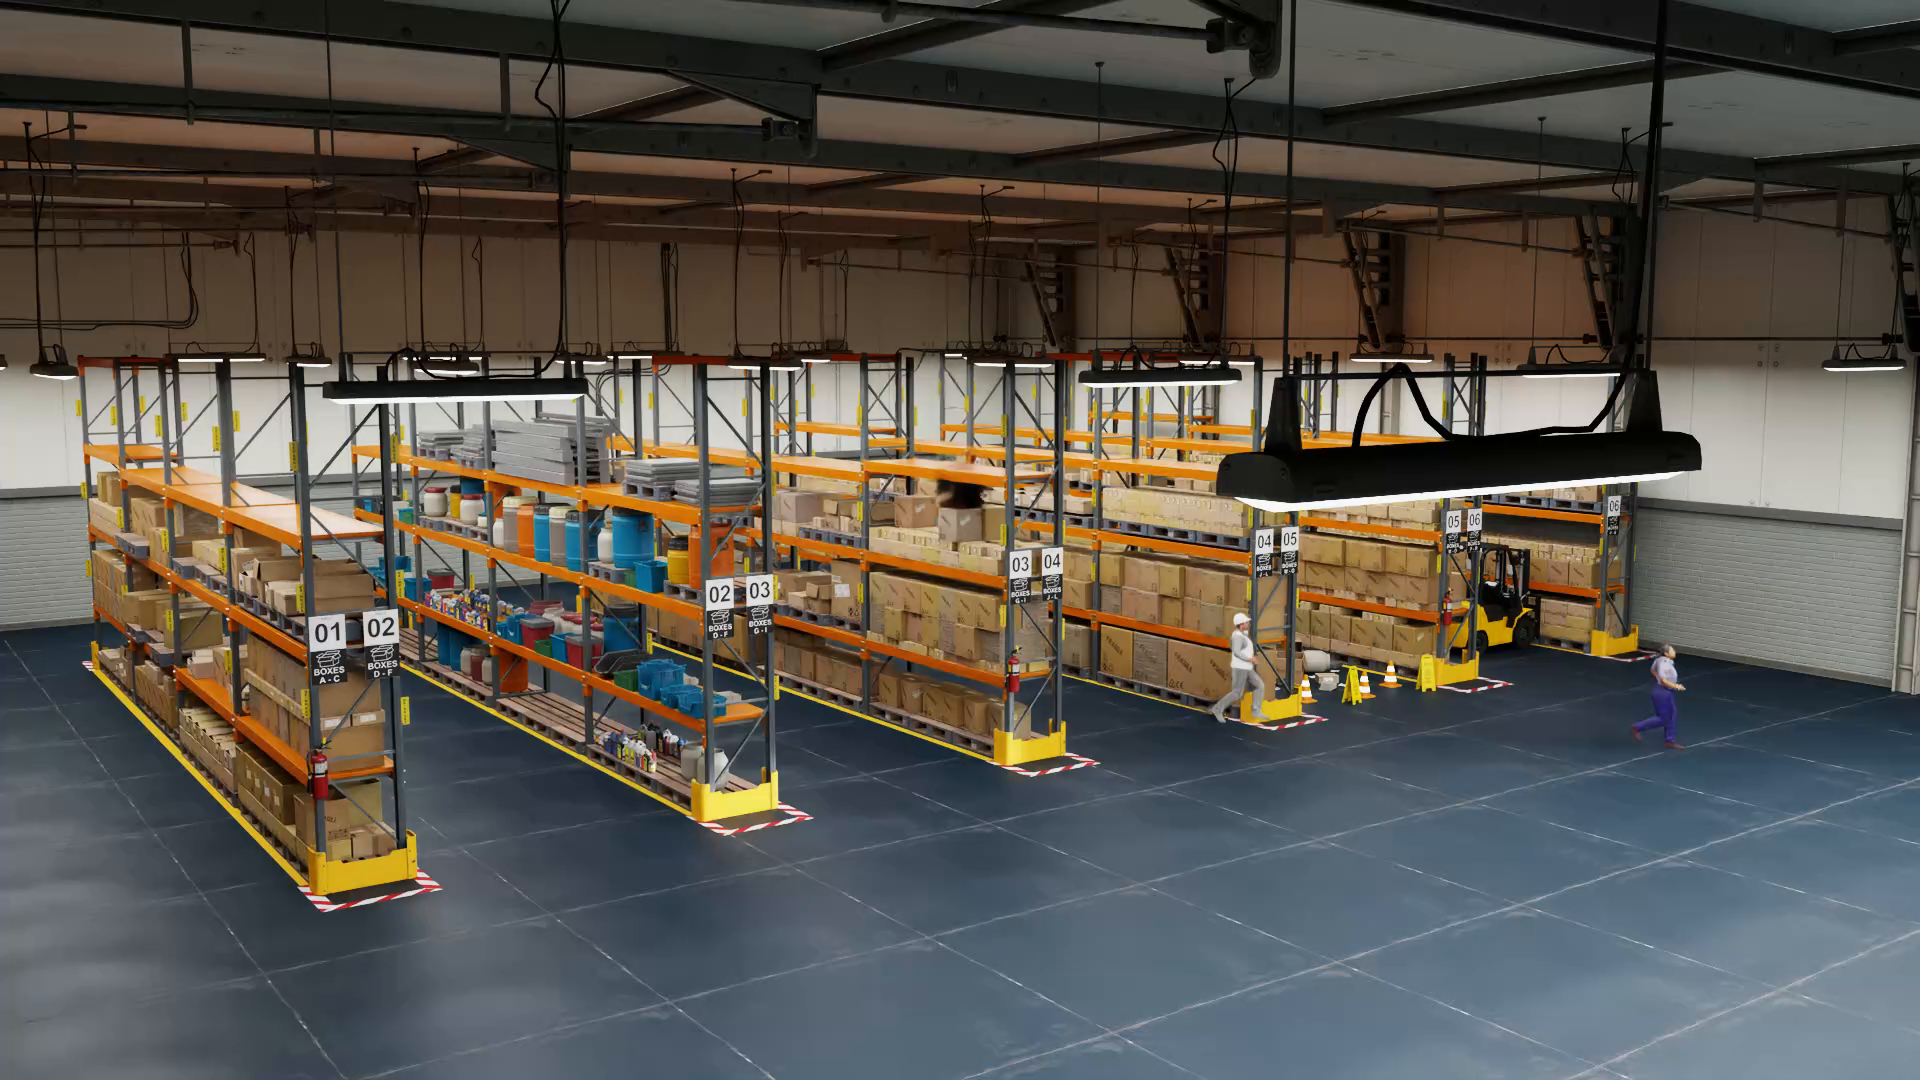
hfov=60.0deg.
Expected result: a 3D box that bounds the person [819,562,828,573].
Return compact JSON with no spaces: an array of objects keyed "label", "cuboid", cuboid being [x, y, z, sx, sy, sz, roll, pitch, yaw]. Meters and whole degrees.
[{"label":"person","cuboid":[-3.268,0.429,41.980,0.667,1.707,0.669,3,8,24]}]

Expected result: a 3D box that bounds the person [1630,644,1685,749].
[{"label":"person","cuboid":[10.837,2.425,25.779,0.828,1.638,0.615,2,7,17]}]

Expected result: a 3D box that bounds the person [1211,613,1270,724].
[{"label":"person","cuboid":[4.501,2.043,26.516,0.935,1.762,0.693,2,7,14]}]
